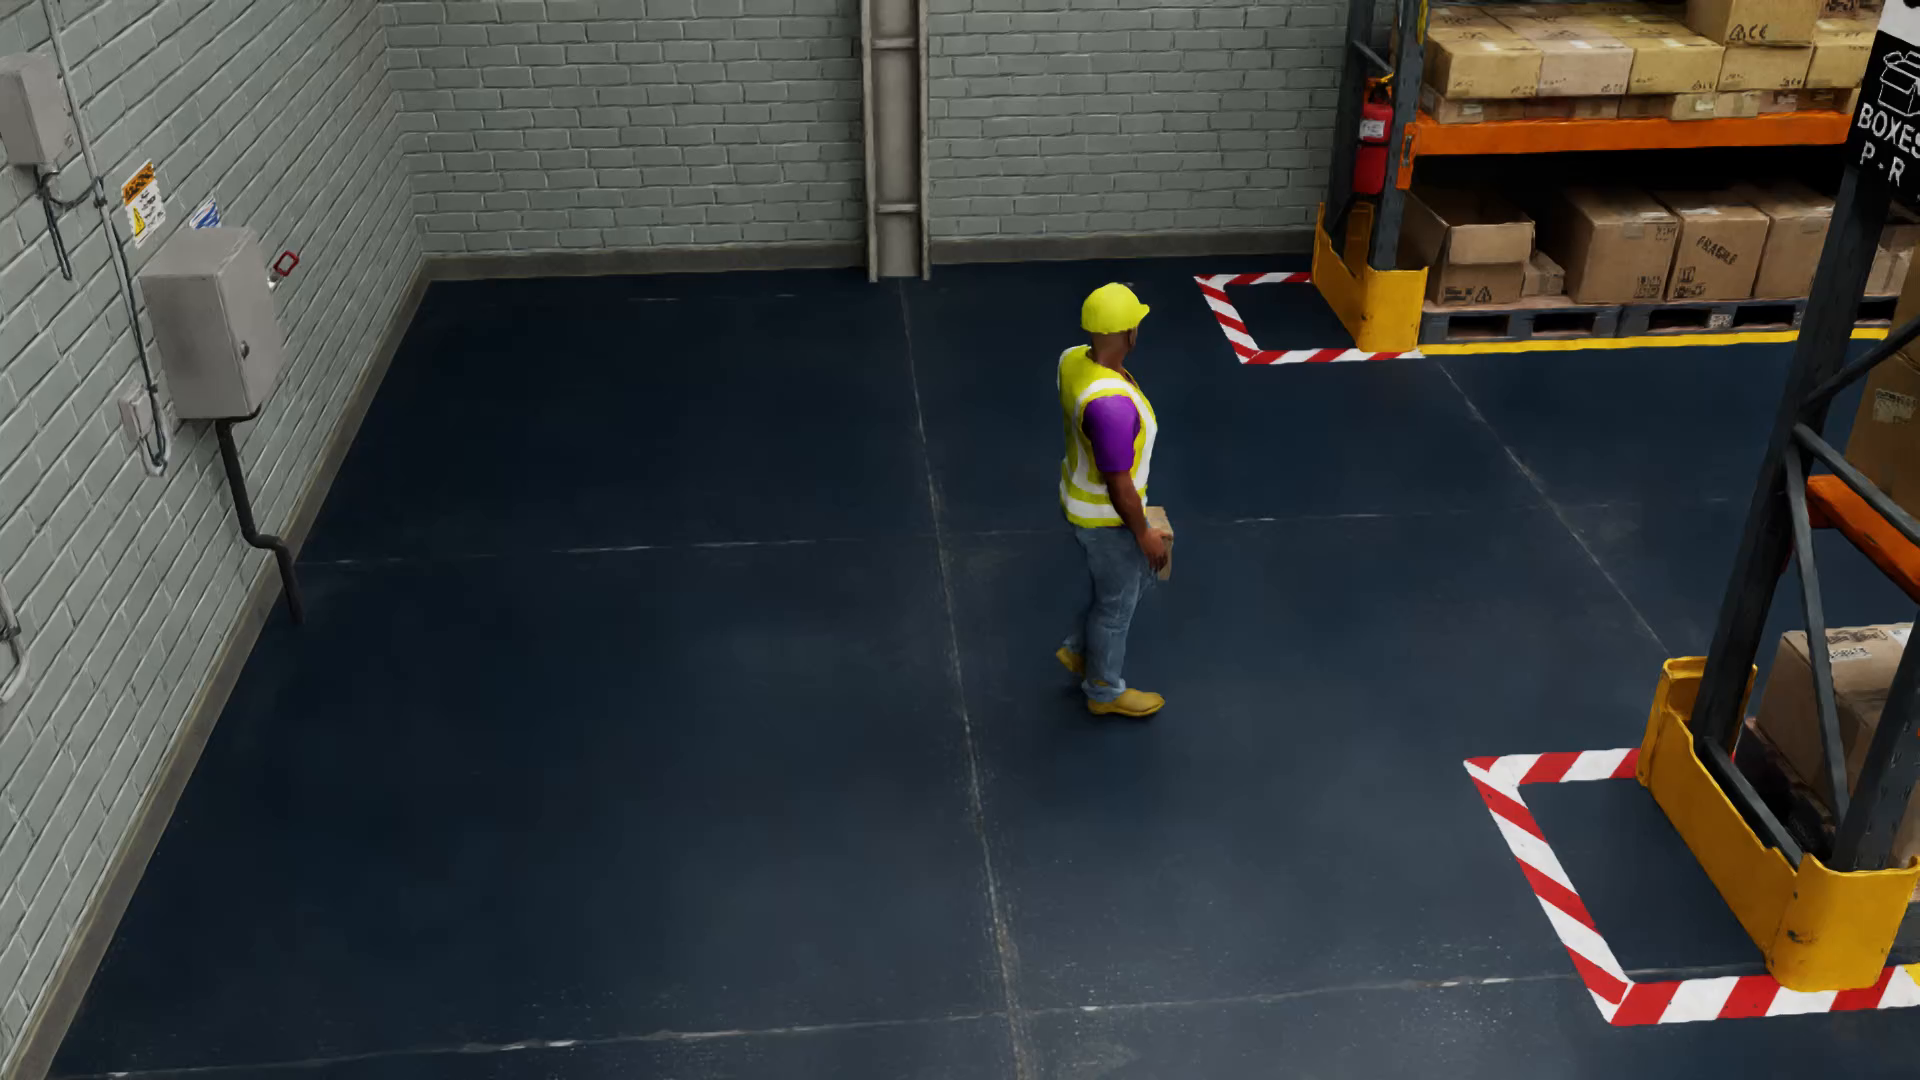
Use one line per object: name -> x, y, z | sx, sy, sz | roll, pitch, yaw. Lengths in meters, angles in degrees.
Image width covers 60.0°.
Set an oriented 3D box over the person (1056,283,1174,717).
person -> 0.589, -0.110, 6.288 | 0.442, 1.811, 0.596 | -2, 31, -3
